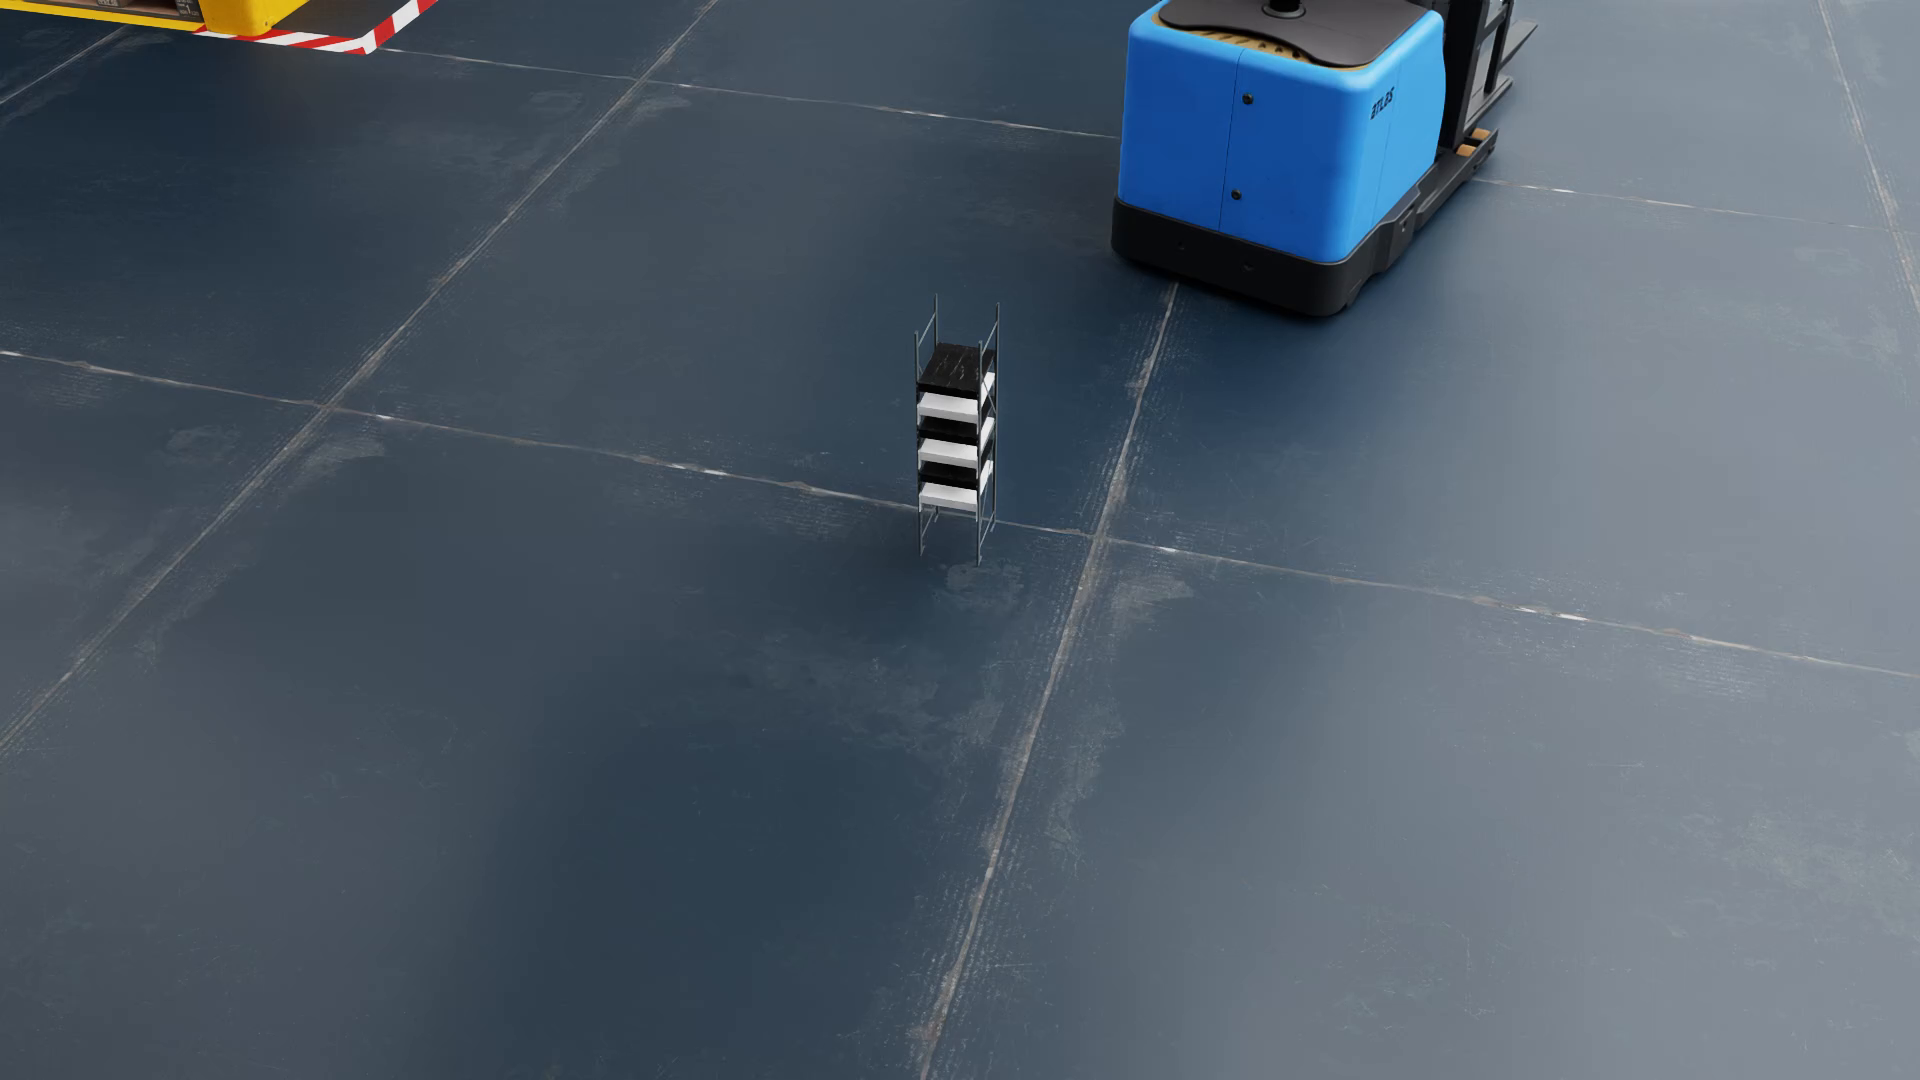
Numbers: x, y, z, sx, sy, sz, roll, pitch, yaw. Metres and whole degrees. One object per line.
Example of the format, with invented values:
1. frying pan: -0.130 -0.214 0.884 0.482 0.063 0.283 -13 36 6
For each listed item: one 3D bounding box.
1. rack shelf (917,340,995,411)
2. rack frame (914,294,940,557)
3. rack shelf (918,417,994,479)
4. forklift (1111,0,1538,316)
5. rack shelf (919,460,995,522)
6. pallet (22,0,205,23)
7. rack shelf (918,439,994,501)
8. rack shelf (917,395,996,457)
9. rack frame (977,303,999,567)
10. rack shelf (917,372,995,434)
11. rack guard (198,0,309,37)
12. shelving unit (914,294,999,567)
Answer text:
1. rack shelf: -0.008 -0.527 5.310 0.200 0.077 0.258 10 41 11
2. rack frame: -0.106 -0.363 5.482 0.006 0.900 0.240 10 41 11
3. rack shelf: -0.008 -0.320 5.484 0.200 0.077 0.258 10 41 11
4. forklift: 1.877 -2.944 6.976 1.130 2.935 3.031 23 45 25
5. rack shelf: -0.008 -0.183 5.599 0.200 0.077 0.258 10 41 11
6. pallet: -4.589 -3.321 9.541 1.213 0.211 1.003 10 41 11
7. rack shelf: -0.008 -0.252 5.542 0.200 0.077 0.258 10 41 11
8. rack shelf: -0.008 -0.389 5.426 0.200 0.077 0.258 10 41 11
9. rack frame: 0.090 -0.329 5.442 0.006 0.900 0.240 10 41 11
10. rack shelf: -0.008 -0.458 5.368 0.200 0.077 0.258 10 41 11
11. rack guard: -3.806 -3.294 9.283 0.348 0.500 1.175 10 41 11
12. shelving unit: -0.008 -0.346 5.462 0.210 0.900 0.258 10 41 11
